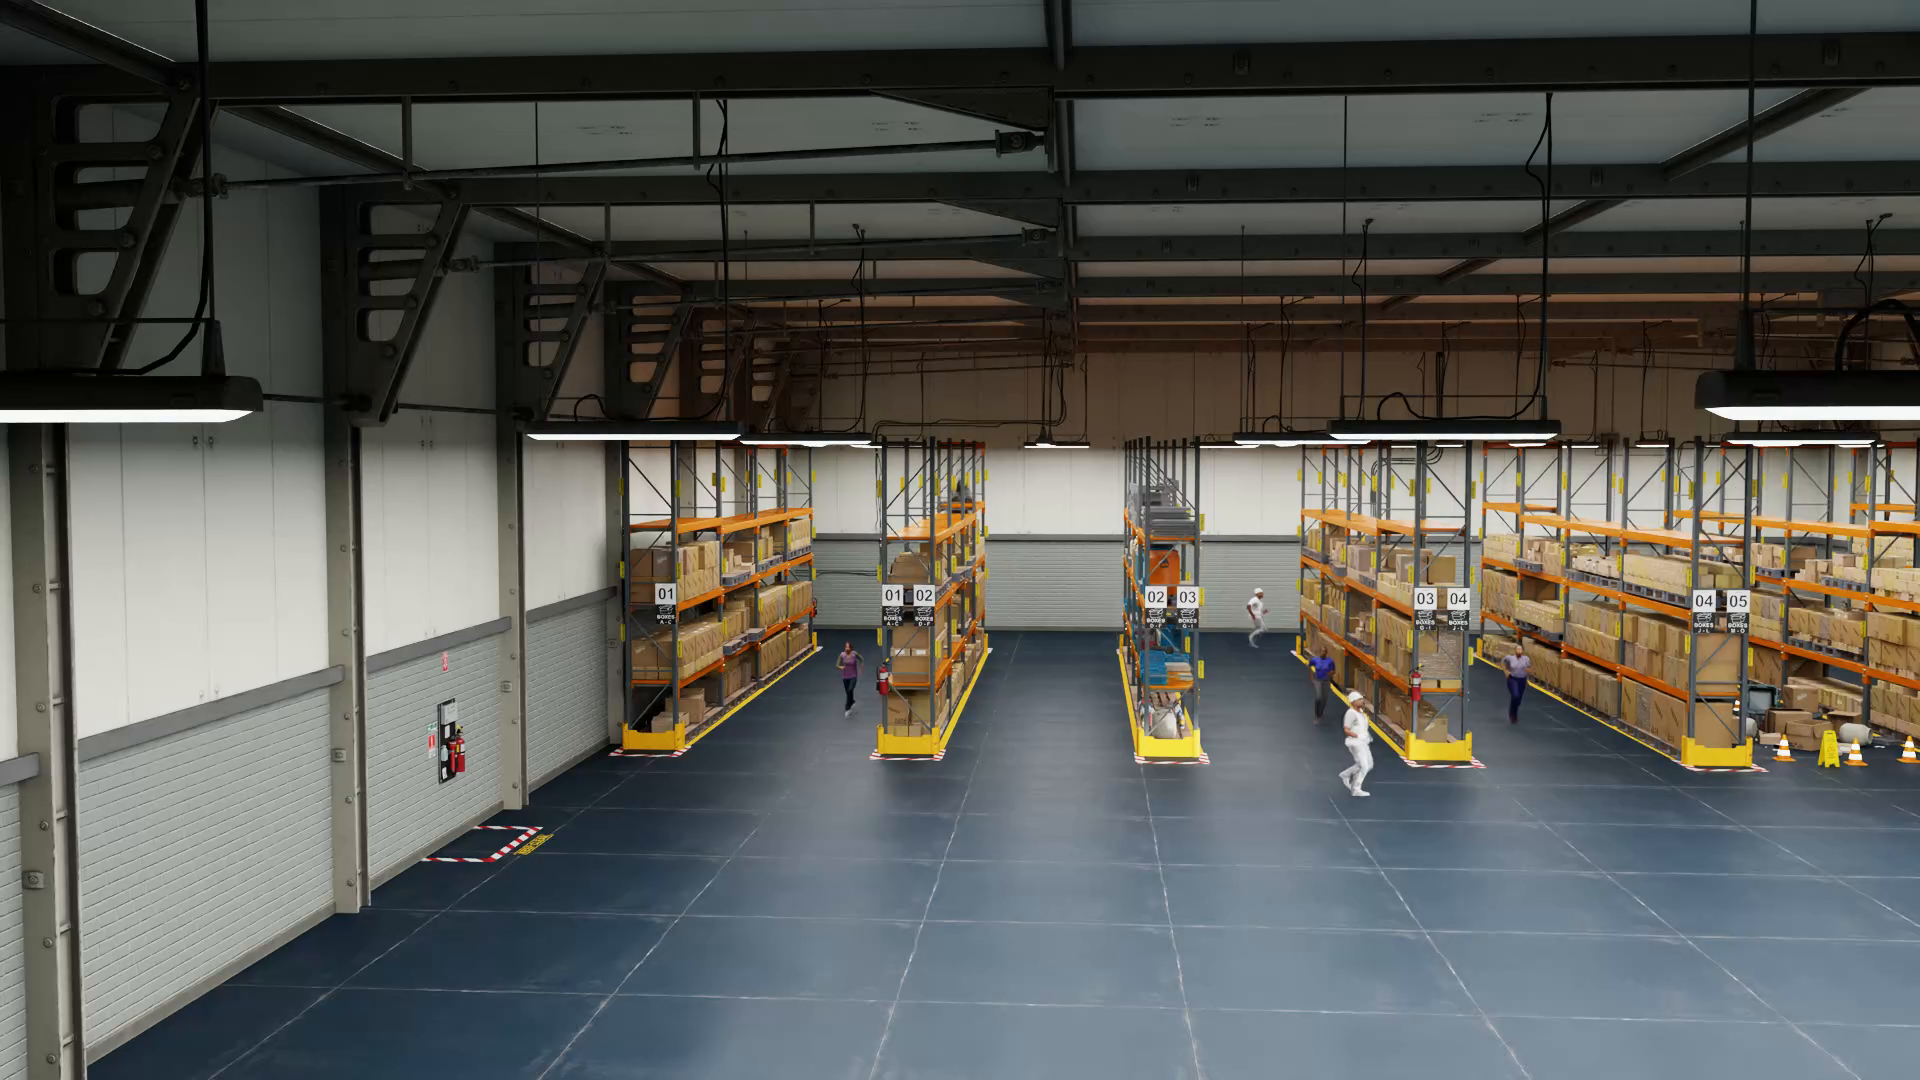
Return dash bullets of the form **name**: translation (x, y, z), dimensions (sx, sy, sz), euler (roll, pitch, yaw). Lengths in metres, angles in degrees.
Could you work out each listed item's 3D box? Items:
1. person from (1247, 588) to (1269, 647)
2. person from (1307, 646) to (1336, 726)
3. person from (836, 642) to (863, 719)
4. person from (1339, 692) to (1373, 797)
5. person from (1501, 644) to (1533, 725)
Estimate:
- **person**: translation (8.697, 2.268, 48.490), dimensions (0.572, 1.718, 0.703), euler (1, 3, 19)
- **person**: translation (7.585, 3.049, 34.827), dimensions (0.559, 1.671, 0.743), euler (0, 3, 2)
- **person**: translation (-2.385, 3.004, 35.977), dimensions (0.562, 1.625, 0.848), euler (0, 3, 5)
- **person**: translation (6.572, 3.378, 27.562), dimensions (0.620, 1.732, 0.678), euler (2, 4, 30)
- **person**: translation (11.770, 3.048, 35.146), dimensions (0.581, 1.684, 0.780), euler (0, 3, -4)
